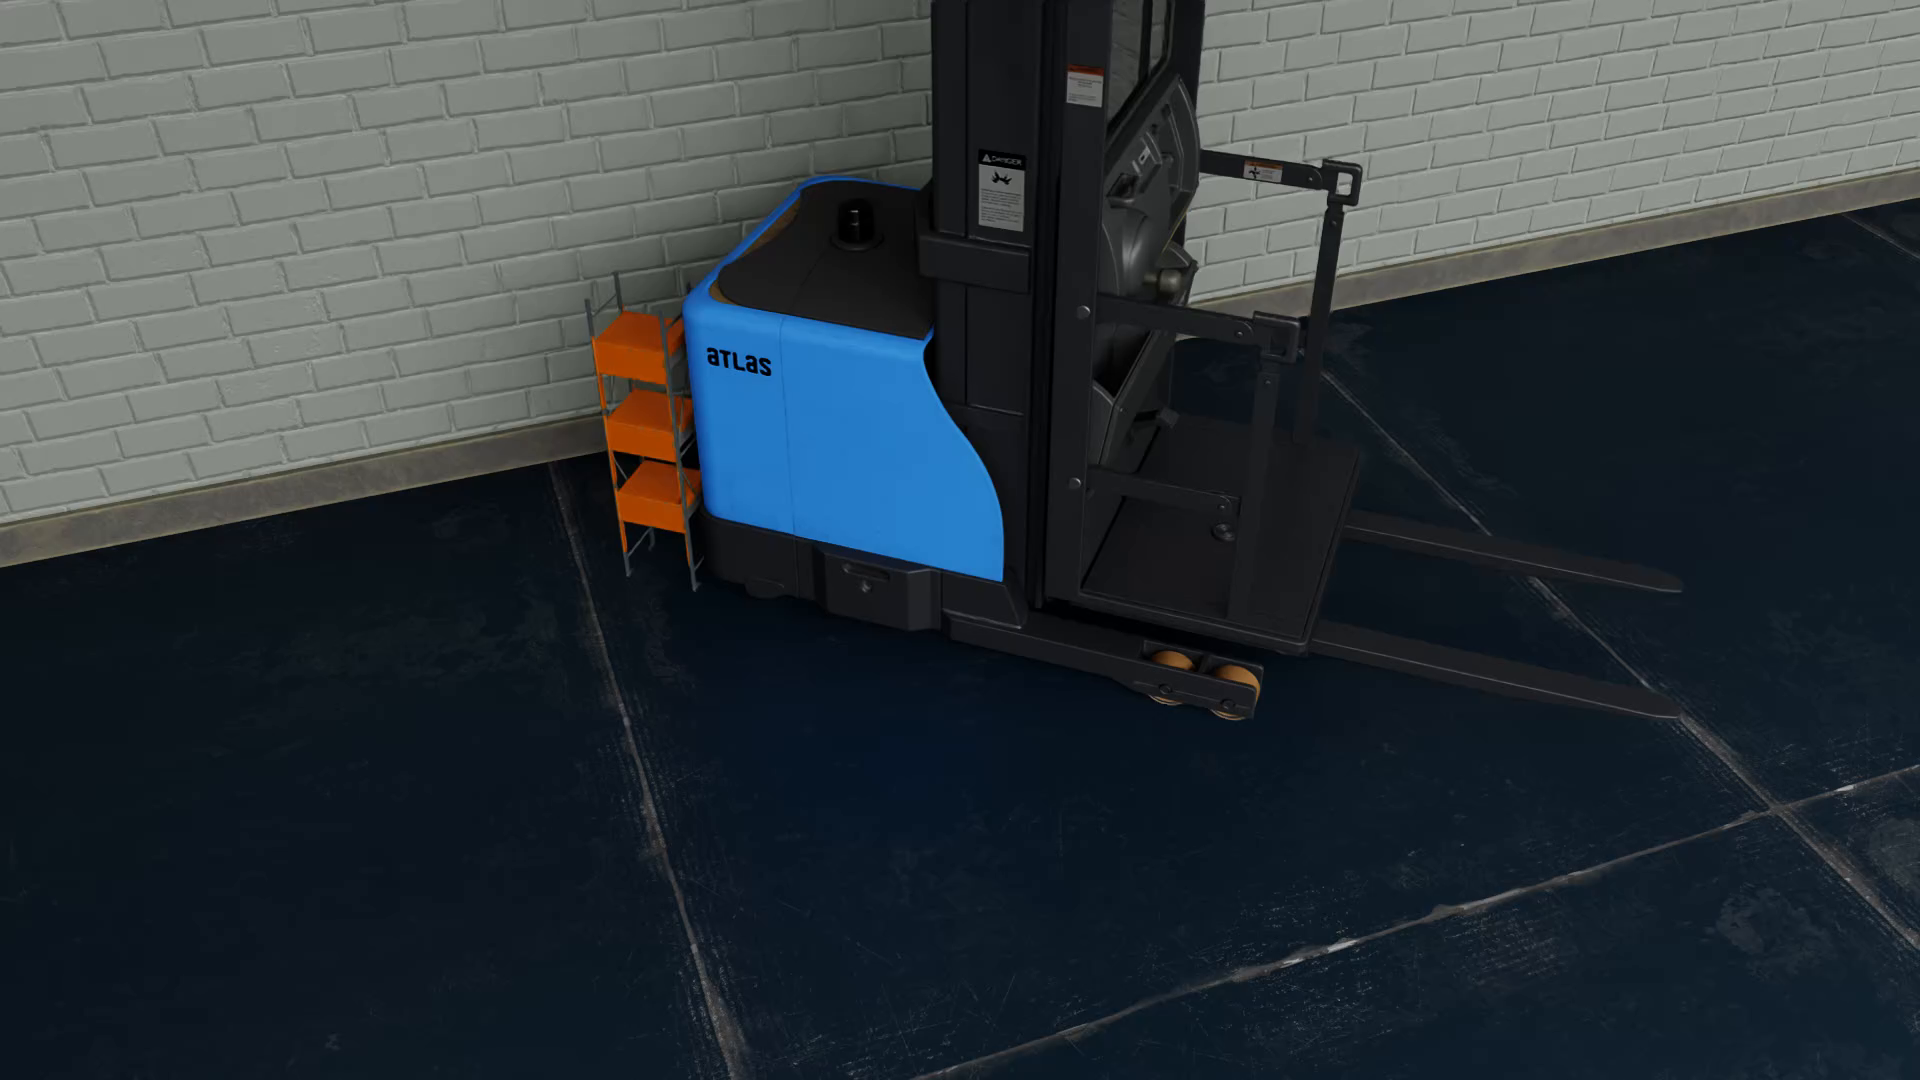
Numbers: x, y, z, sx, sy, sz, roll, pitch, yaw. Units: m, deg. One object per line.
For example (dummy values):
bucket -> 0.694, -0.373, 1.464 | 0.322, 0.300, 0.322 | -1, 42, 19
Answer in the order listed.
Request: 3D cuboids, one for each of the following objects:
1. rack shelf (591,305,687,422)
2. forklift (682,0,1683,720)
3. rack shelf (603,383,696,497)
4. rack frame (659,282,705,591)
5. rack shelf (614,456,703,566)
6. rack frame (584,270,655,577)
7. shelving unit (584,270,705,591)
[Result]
rack shelf -> -0.969, -0.548, 5.150 | 0.240, 0.259, 0.215 | 11, 38, 14
forklift -> 0.728, -0.989, 4.626 | 3.031, 2.935, 1.130 | 12, 39, 16
rack shelf -> -0.969, -0.321, 5.321 | 0.240, 0.259, 0.215 | 11, 38, 14
rack frame -> -0.853, -0.306, 5.284 | 0.008, 1.050, 0.200 | 11, 38, 14
rack shelf -> -0.970, -0.099, 5.488 | 0.240, 0.259, 0.215 | 11, 38, 14
rack frame -> -1.085, -0.352, 5.345 | 0.008, 1.050, 0.200 | 11, 38, 14
shelving unit -> -0.969, -0.329, 5.315 | 0.252, 1.050, 0.215 | 11, 38, 14
